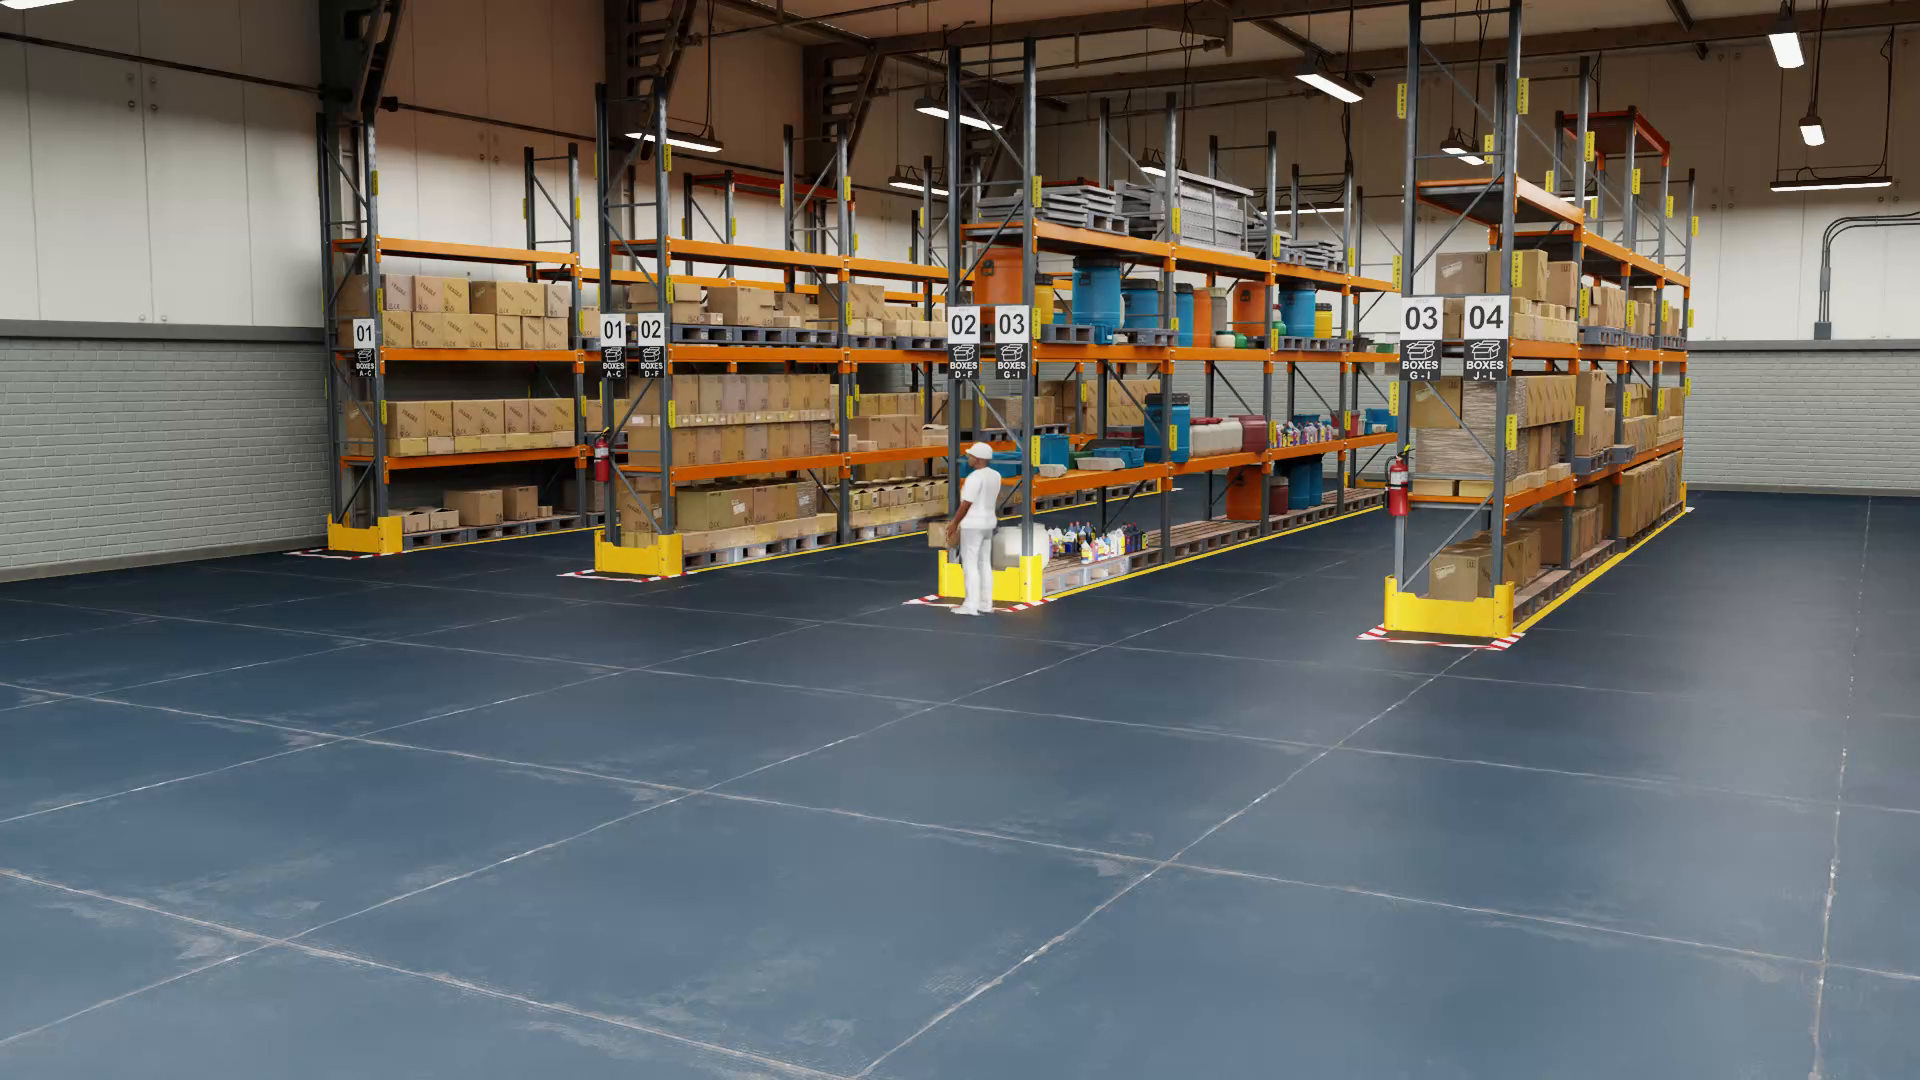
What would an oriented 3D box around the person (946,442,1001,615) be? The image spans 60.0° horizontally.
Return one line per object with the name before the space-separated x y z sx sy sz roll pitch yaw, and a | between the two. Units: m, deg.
person | 0.142 -0.123 17.150 0.464 1.778 0.554 4 7 31
